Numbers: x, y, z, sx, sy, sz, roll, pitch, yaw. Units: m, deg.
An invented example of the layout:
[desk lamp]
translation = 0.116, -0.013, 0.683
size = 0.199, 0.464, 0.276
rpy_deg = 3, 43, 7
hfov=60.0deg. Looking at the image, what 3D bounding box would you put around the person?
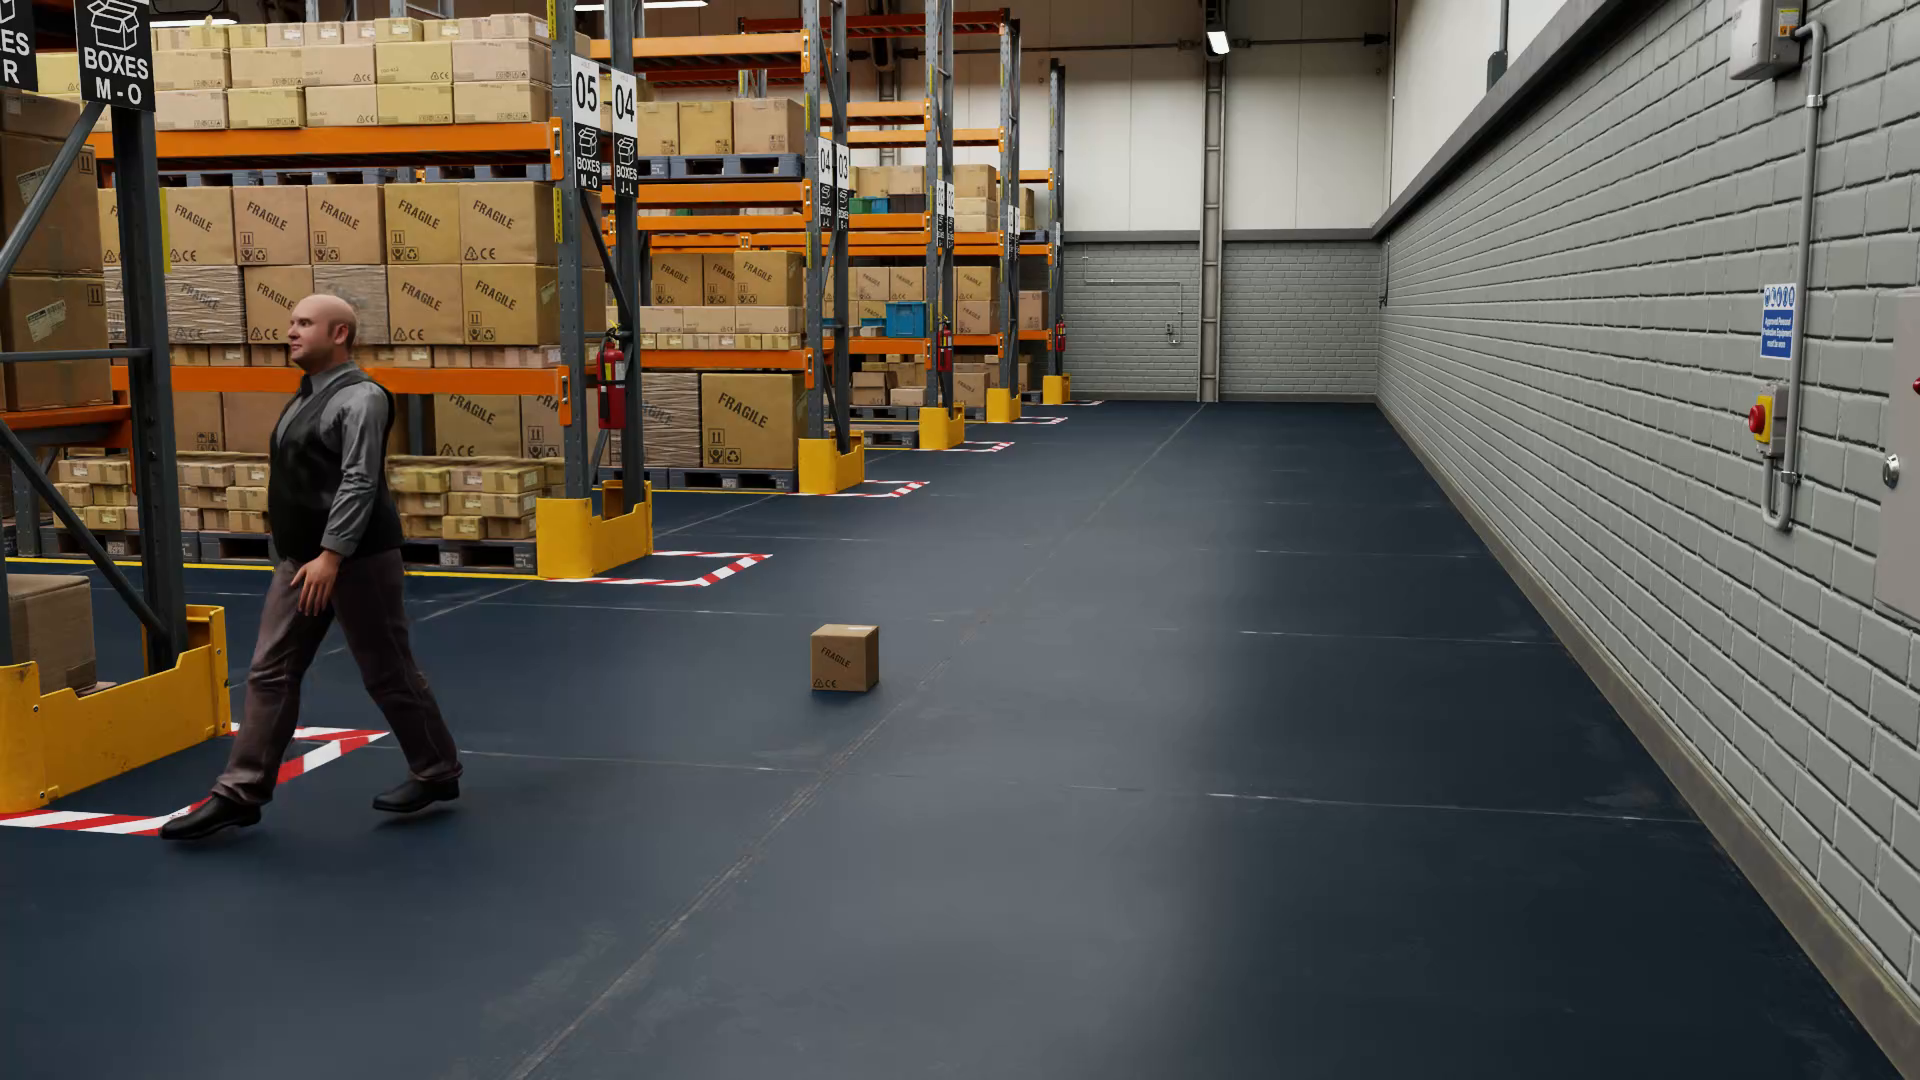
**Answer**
[person]
translation = -2.049, 0.072, 5.263
size = 0.561, 1.683, 0.900
rpy_deg = 7, 11, 42
